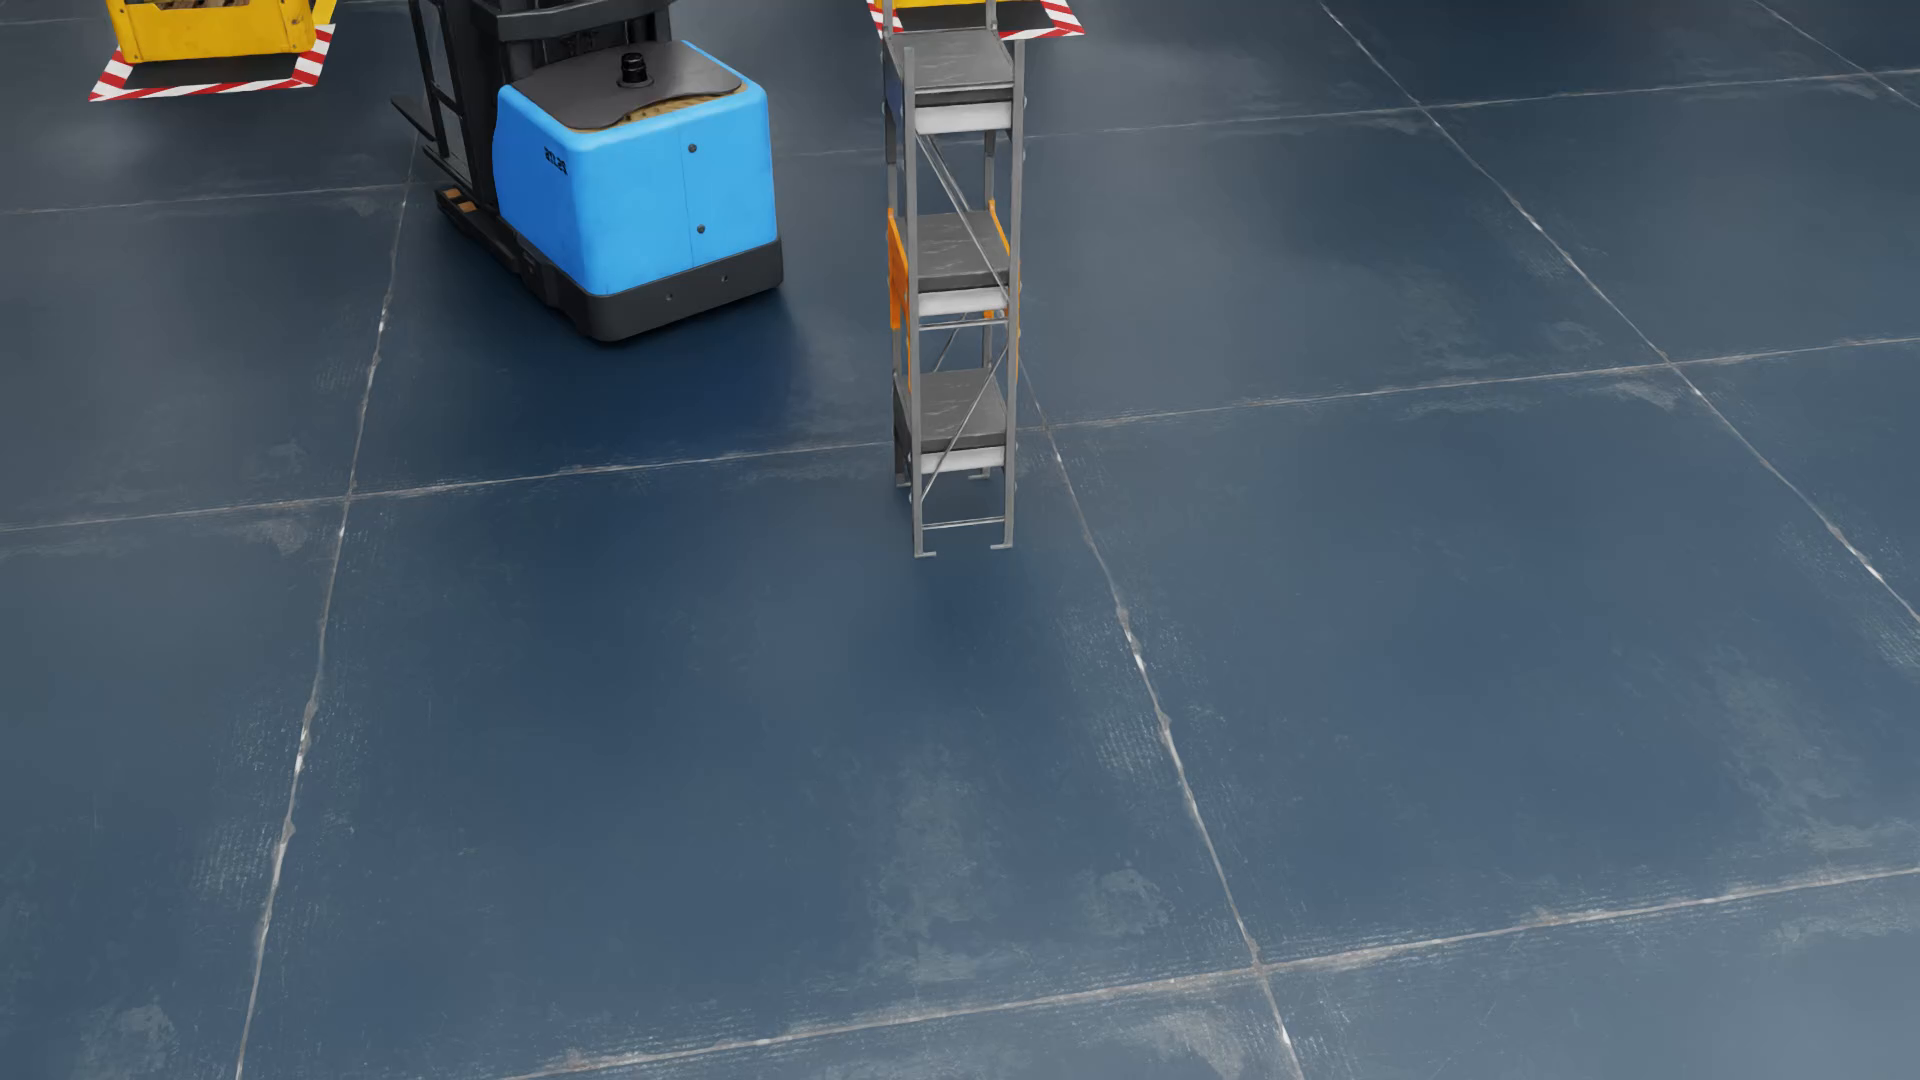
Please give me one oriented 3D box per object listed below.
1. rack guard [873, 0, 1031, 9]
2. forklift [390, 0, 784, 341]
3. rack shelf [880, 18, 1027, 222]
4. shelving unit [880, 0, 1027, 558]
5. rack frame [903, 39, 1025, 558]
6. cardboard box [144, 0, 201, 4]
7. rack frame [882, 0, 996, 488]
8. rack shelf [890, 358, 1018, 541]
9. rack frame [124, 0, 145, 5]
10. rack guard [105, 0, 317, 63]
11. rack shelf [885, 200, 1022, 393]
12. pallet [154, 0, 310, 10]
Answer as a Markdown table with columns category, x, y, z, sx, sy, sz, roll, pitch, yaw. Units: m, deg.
| category | x | y | z | sx | sy | sz | roll | pitch | yaw |
| --- | --- | --- | --- | --- | --- | --- | --- | --- | --- |
| rack guard | -0.026 | -4.010 | 11.504 | 1.175 | 0.500 | 0.348 | -6 | 38 | -8 |
| forklift | -2.161 | -2.947 | 8.155 | 1.130 | 2.935 | 3.031 | -24 | 44 | -28 |
| rack shelf | -0.029 | -1.471 | 5.813 | 0.431 | 0.518 | 0.480 | -6 | 38 | -8 |
| shelving unit | -0.029 | -0.929 | 6.235 | 0.431 | 2.100 | 0.503 | -6 | 38 | -8 |
| rack frame | 0.014 | -0.782 | 6.045 | 0.400 | 2.100 | 0.015 | -6 | 38 | -8 |
| cardboard box | -5.229 | -3.798 | 11.093 | 0.500 | 0.250 | 0.500 | -6 | 38 | -8 |
| rack frame | -0.072 | -1.077 | 6.424 | 0.400 | 2.100 | 0.015 | -6 | 38 | -8 |
| rack shelf | -0.029 | -0.366 | 6.672 | 0.431 | 0.518 | 0.480 | -6 | 38 | -8 |
| rack frame | -4.844 | -4.426 | 10.002 | 1.000 | 3.000 | 0.127 | -6 | 38 | -8 |
| rack guard | -4.839 | -3.424 | 10.750 | 1.175 | 0.500 | 0.348 | -6 | 38 | -8 |
| rack shelf | -0.029 | -0.918 | 6.243 | 0.431 | 0.518 | 0.480 | -6 | 38 | -8 |
| pallet | -5.019 | -3.782 | 11.446 | 1.003 | 0.211 | 1.213 | -6 | 38 | -8 |
